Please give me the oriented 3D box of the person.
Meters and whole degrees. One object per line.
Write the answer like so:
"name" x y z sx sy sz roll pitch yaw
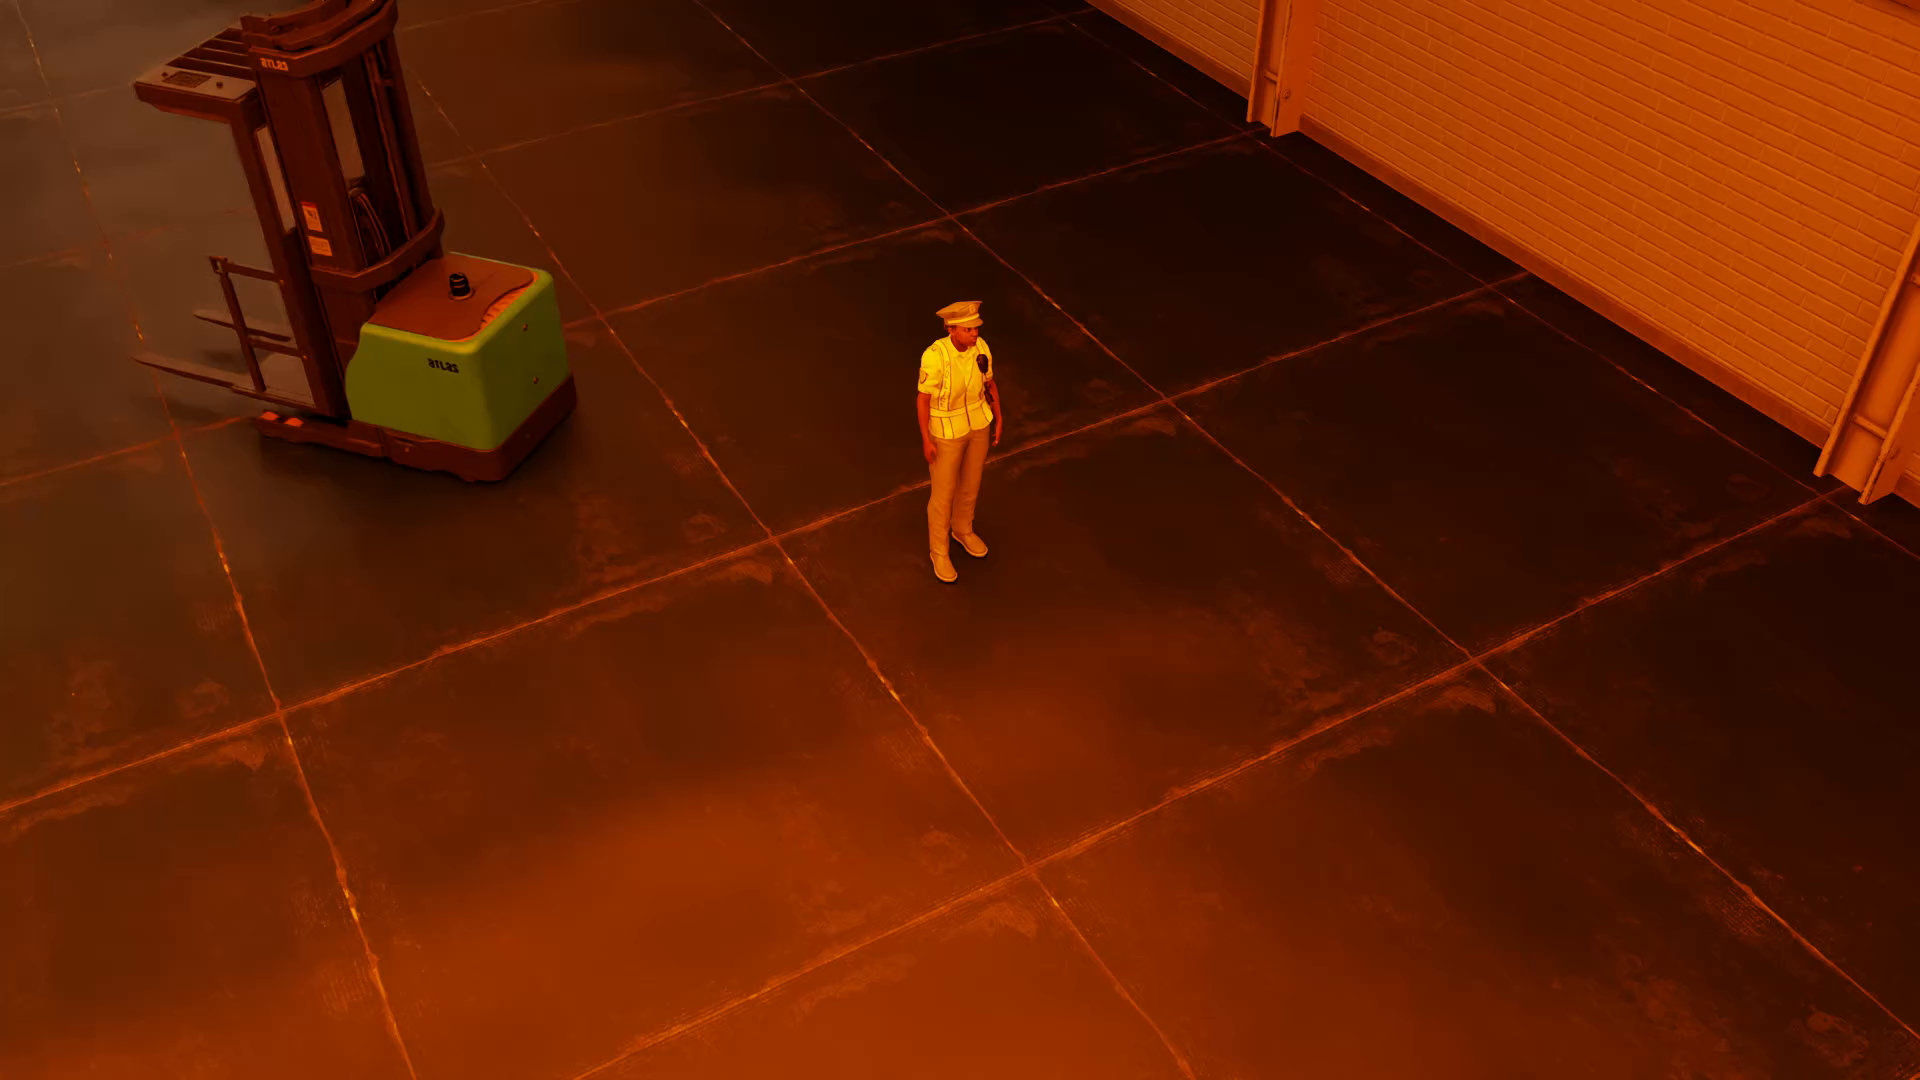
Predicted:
"person" 0.021 -0.606 9.732 0.570 1.687 0.528 -20 44 -23

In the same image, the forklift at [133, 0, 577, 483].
"forklift" -4.187 -2.079 10.542 3.031 2.935 1.130 13 42 16
